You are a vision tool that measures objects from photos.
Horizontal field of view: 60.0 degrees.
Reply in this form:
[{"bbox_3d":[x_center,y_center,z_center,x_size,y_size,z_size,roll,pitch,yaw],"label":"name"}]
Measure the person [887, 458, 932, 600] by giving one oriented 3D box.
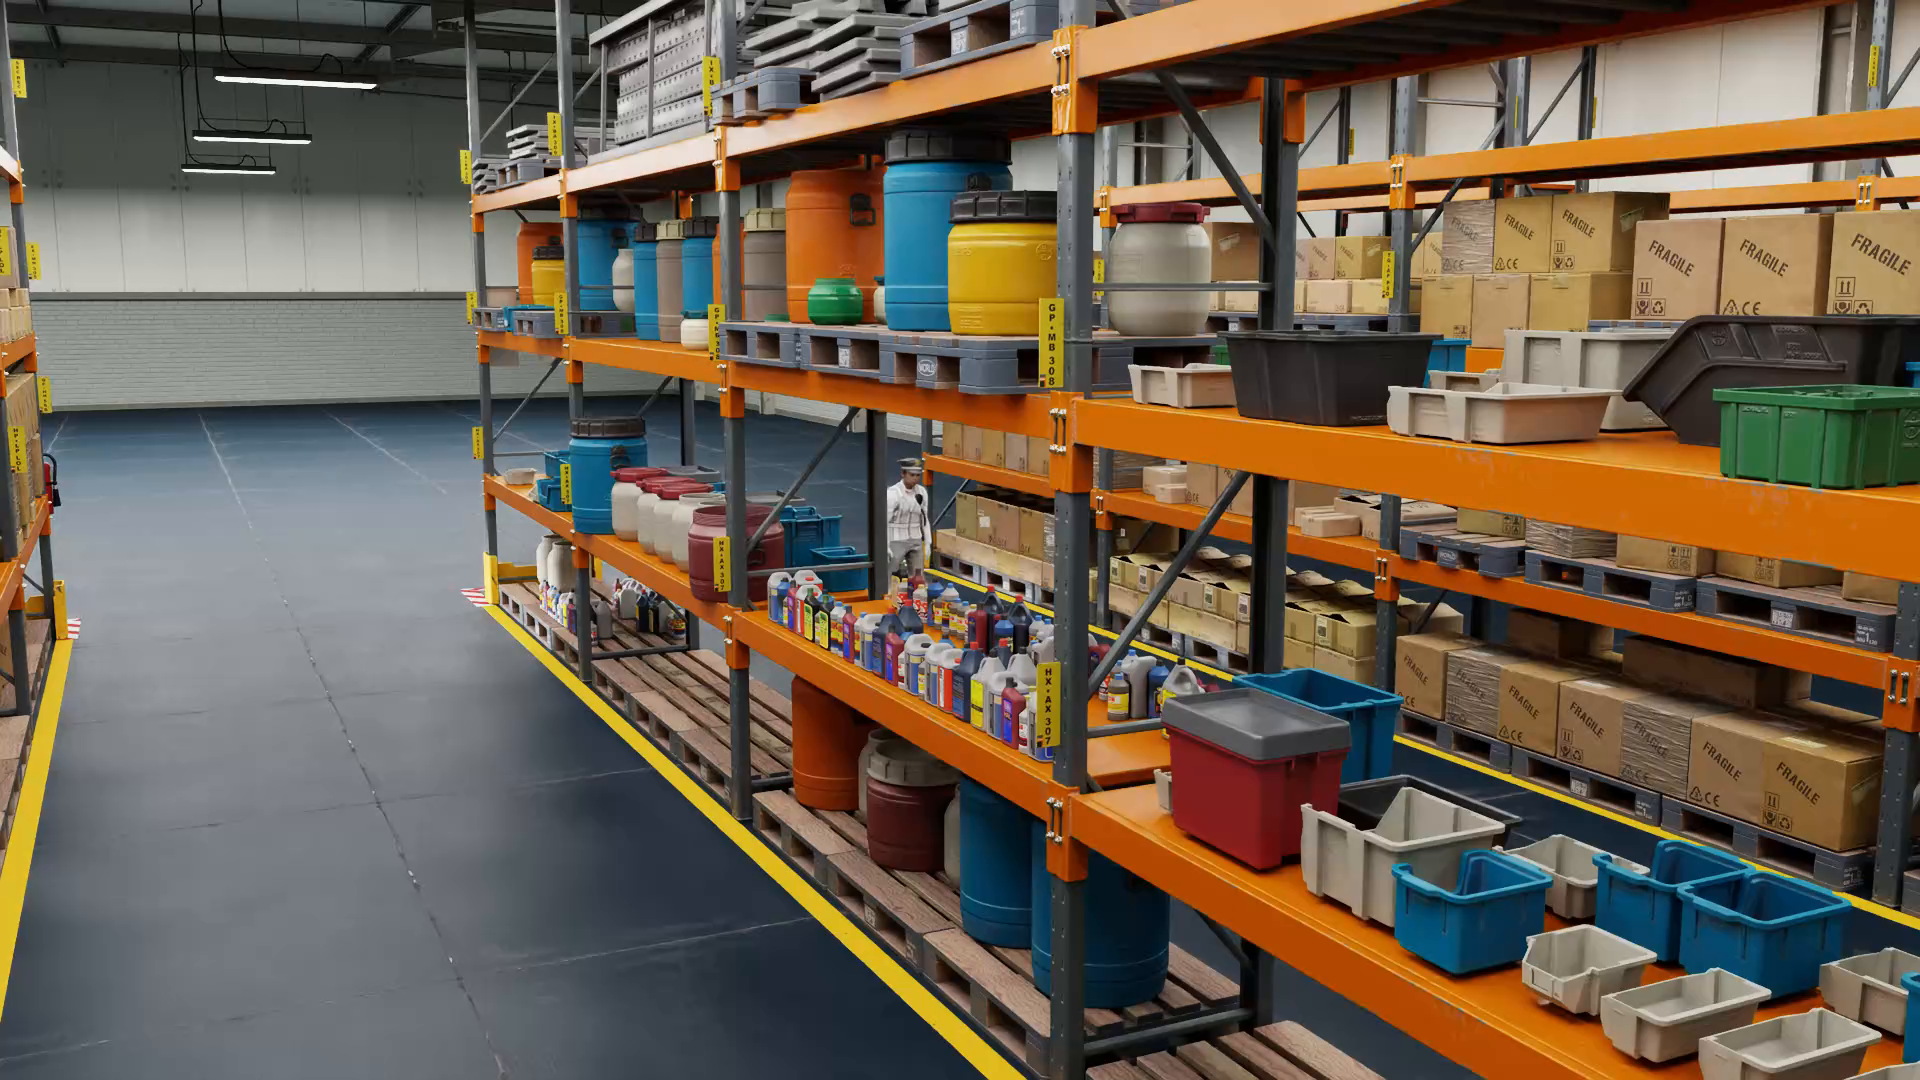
[{"bbox_3d":[-0.501,0.063,15.428,0.540,1.661,0.374,-5,10,-29],"label":"person"}]
